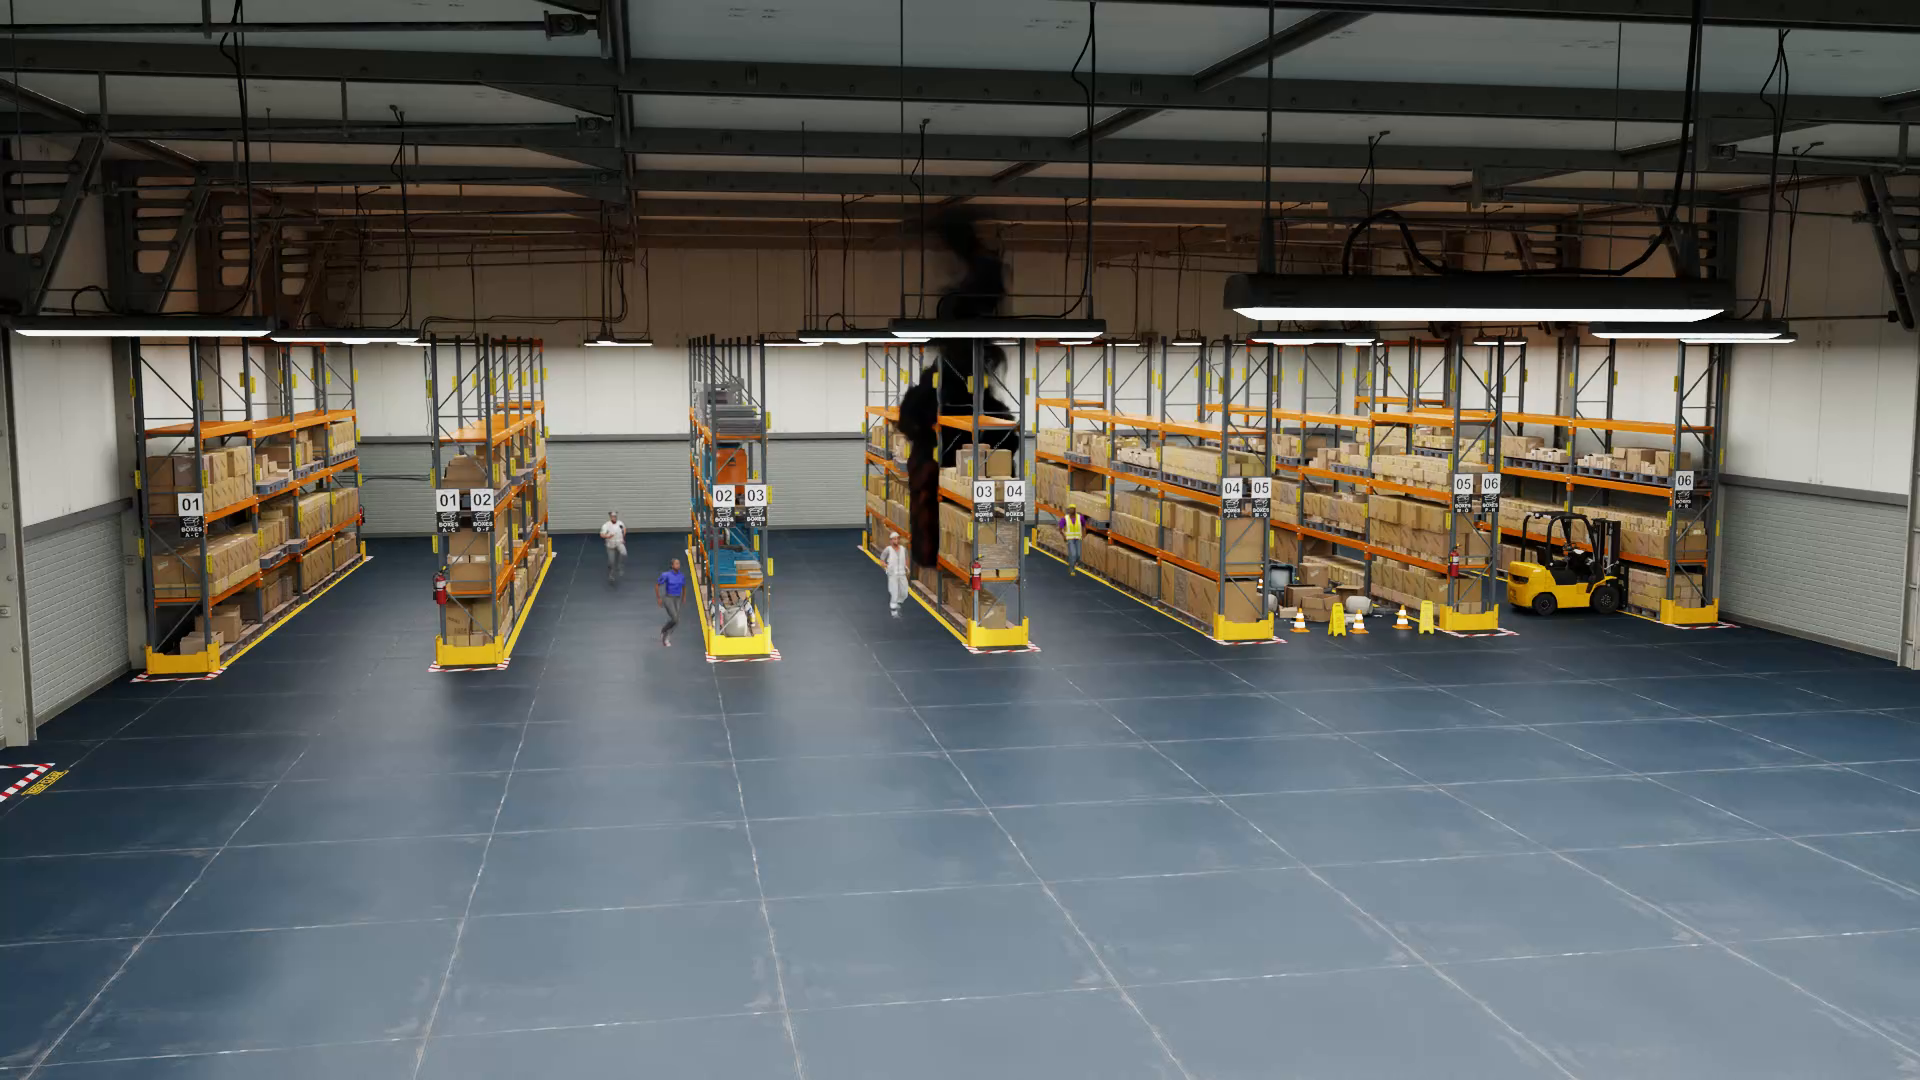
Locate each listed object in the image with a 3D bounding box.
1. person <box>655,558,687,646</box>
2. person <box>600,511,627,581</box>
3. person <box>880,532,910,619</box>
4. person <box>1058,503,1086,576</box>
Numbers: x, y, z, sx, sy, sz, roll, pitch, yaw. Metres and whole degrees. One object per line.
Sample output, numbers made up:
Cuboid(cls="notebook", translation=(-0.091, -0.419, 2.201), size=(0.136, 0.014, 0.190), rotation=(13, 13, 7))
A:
Cuboid(cls="person", translation=(-5.249, 1.141, 30.603), size=(0.613, 1.590, 0.479), rotation=(-6, 9, -41))
Cuboid(cls="person", translation=(-8.456, 0.150, 40.650), size=(0.657, 1.757, 0.924), rotation=(-3, 7, -21))
Cuboid(cls="person", translation=(-1.263, 0.724, 33.524), size=(0.649, 1.758, 0.565), rotation=(-3, 7, -22))
Cuboid(cls="person", translation=(2.722, -0.015, 40.097), size=(0.693, 1.743, 0.509), rotation=(-1, 7, -8))
